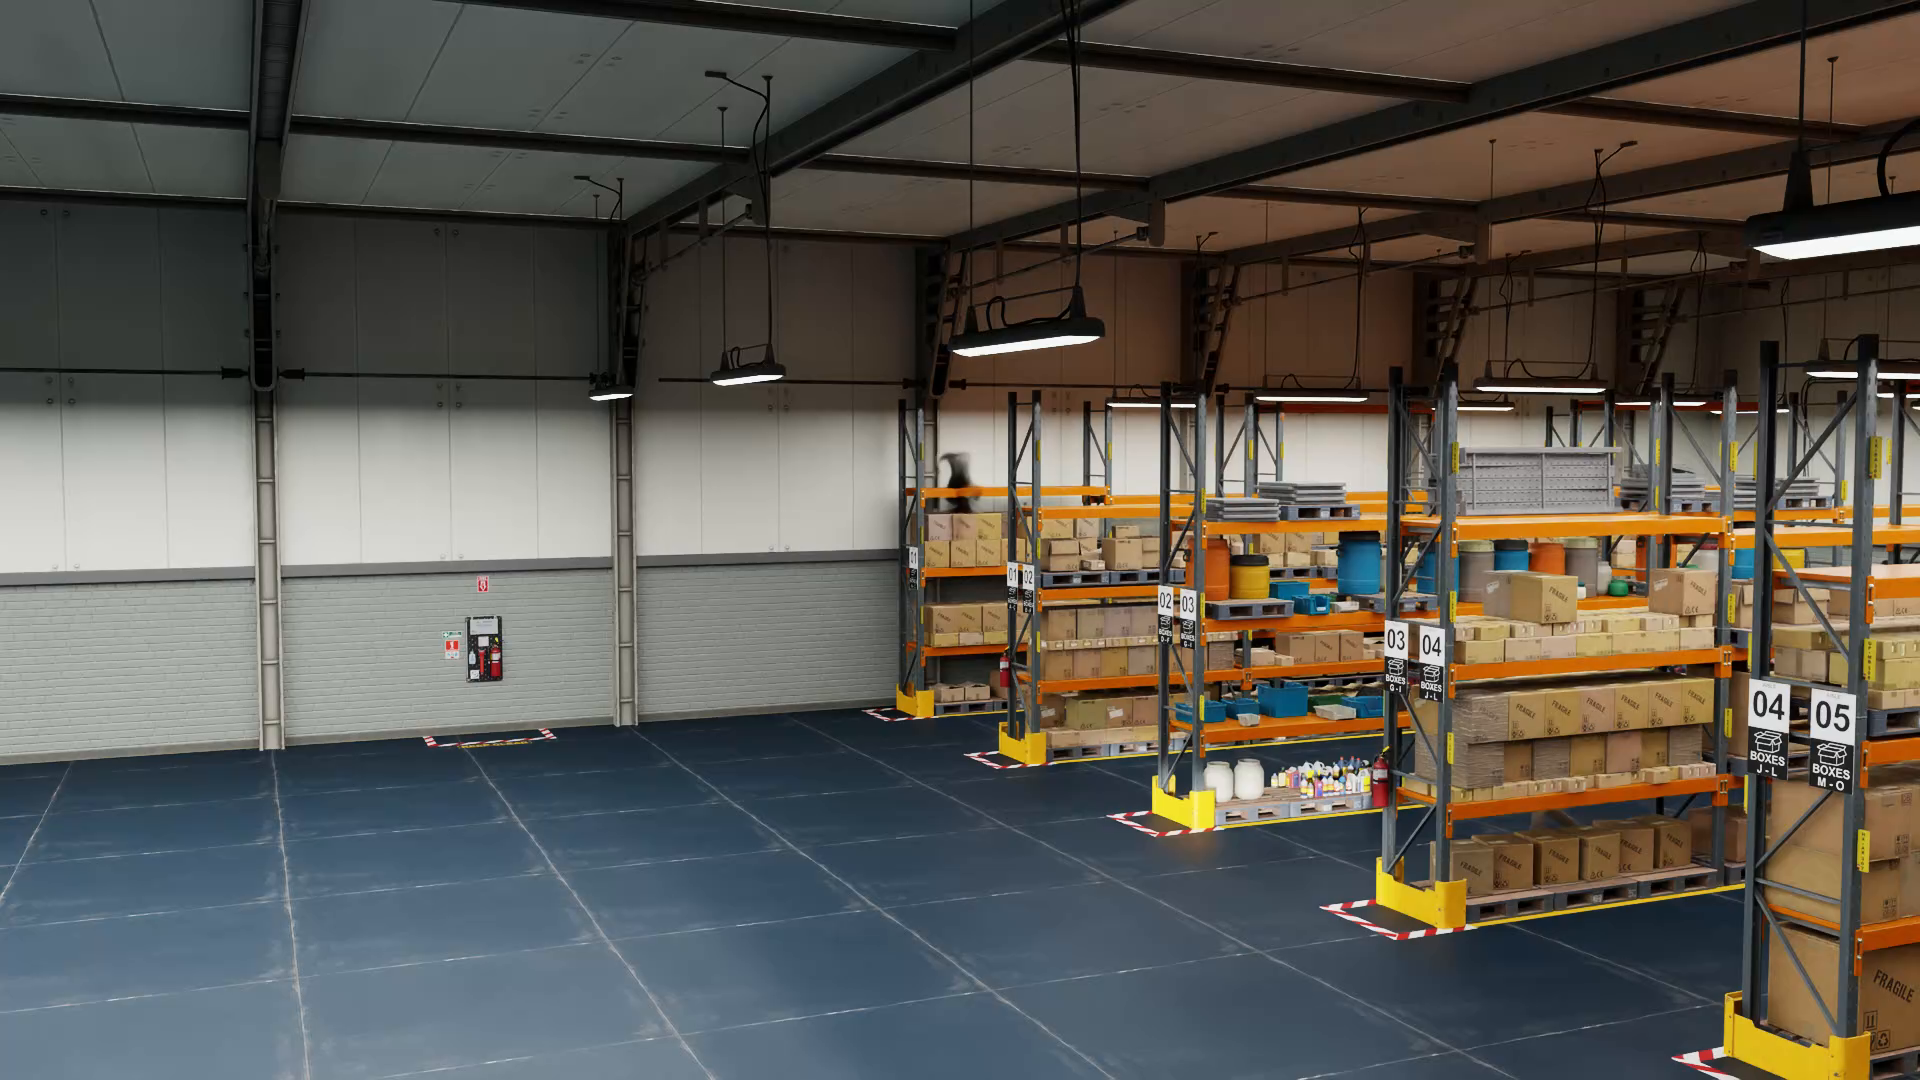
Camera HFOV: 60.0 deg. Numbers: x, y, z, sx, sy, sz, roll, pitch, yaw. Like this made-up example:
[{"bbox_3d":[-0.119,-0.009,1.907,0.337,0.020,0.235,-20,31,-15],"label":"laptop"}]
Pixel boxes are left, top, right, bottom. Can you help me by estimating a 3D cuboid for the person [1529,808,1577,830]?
[{"bbox_3d":[7.453,3.132,21.026,0.979,1.694,0.705,-2,4,-30],"label":"person"}]
